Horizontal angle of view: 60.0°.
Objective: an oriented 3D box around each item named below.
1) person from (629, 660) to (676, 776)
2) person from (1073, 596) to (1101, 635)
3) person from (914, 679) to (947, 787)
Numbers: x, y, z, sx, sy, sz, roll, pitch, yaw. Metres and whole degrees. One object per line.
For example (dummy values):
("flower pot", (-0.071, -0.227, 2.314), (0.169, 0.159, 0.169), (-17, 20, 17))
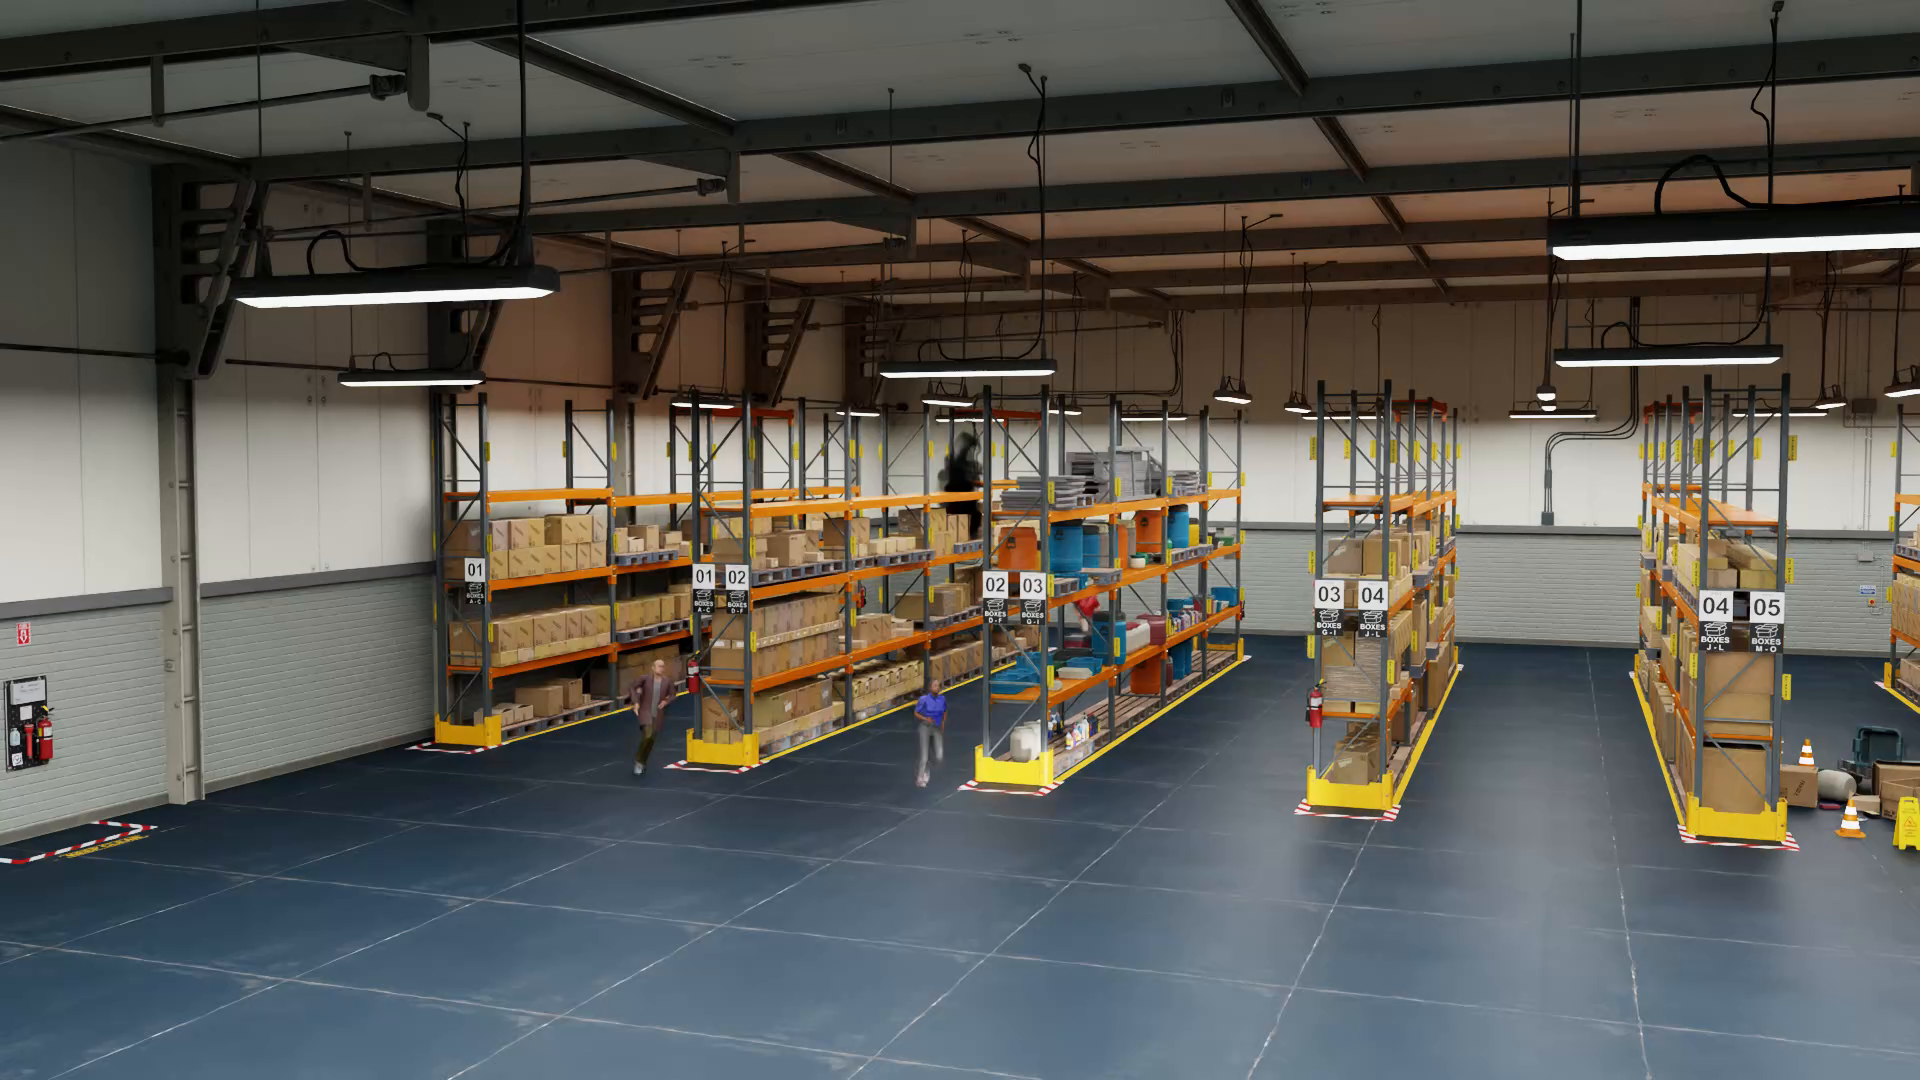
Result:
("person", (-4.782, 2.754, 25.969), (0.699, 1.774, 0.717), (-2, 3, -27))
("person", (3.099, 1.958, 40.665), (0.675, 1.622, 0.884), (0, 3, 1))
("person", (-0.390, 2.888, 24.811), (0.593, 1.585, 0.568), (-1, 3, -23))
